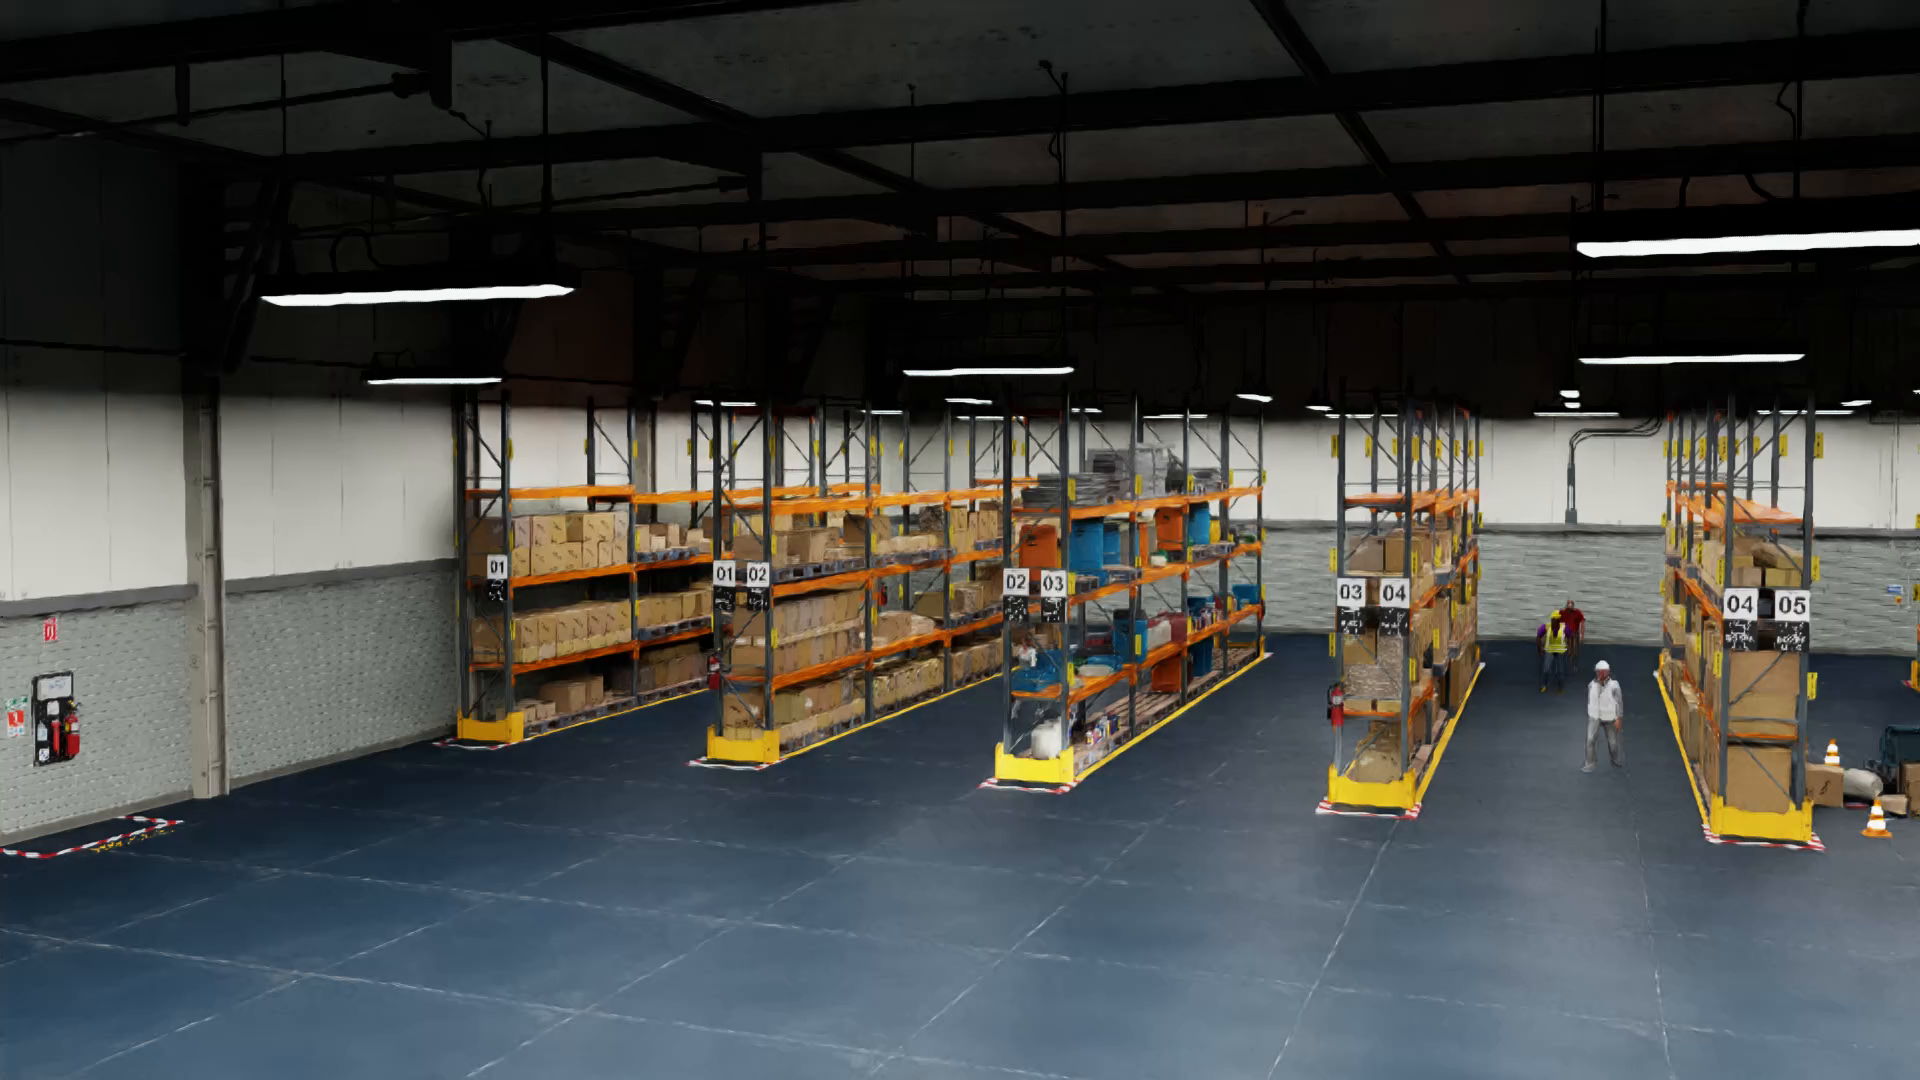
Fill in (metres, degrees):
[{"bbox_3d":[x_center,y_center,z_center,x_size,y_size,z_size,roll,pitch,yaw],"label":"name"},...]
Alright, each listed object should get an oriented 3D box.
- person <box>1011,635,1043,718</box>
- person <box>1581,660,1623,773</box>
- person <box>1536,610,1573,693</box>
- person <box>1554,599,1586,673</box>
[{"bbox_3d":[1.256,2.527,30.895,0.408,1.520,0.961,2,4,30],"label":"person"},{"bbox_3d":[9.975,2.721,25.718,0.558,1.736,0.925,2,4,36],"label":"person"},{"bbox_3d":[12.154,2.281,34.001,0.719,1.712,0.578,1,3,19],"label":"person"},{"bbox_3d":[13.569,2.130,37.045,0.682,1.676,0.535,1,3,19],"label":"person"}]
